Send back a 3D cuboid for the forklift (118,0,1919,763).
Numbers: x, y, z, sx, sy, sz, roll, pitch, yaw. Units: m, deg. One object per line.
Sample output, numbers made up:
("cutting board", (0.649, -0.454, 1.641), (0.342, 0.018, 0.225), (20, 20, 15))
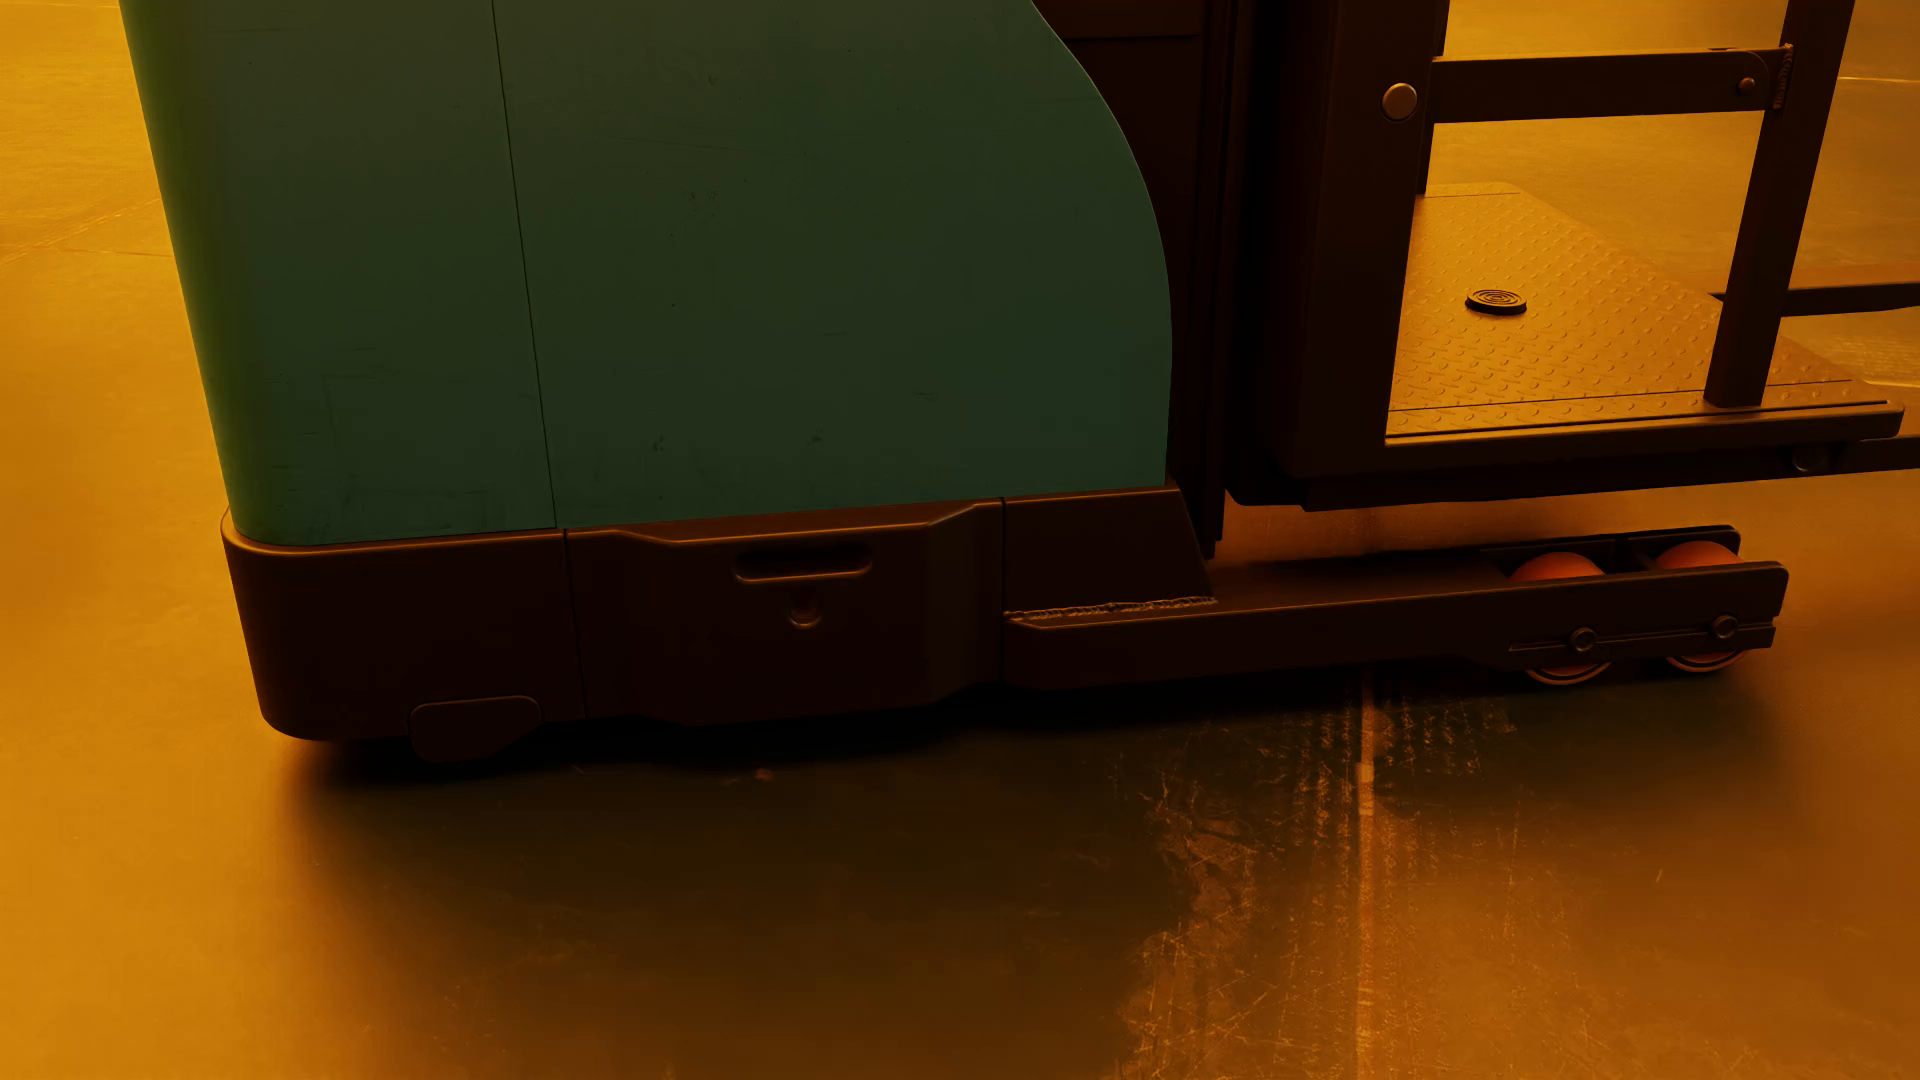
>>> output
("forklift", (0.600, -1.354, 1.930), (3.031, 2.935, 1.130), (-4, 27, -9))
